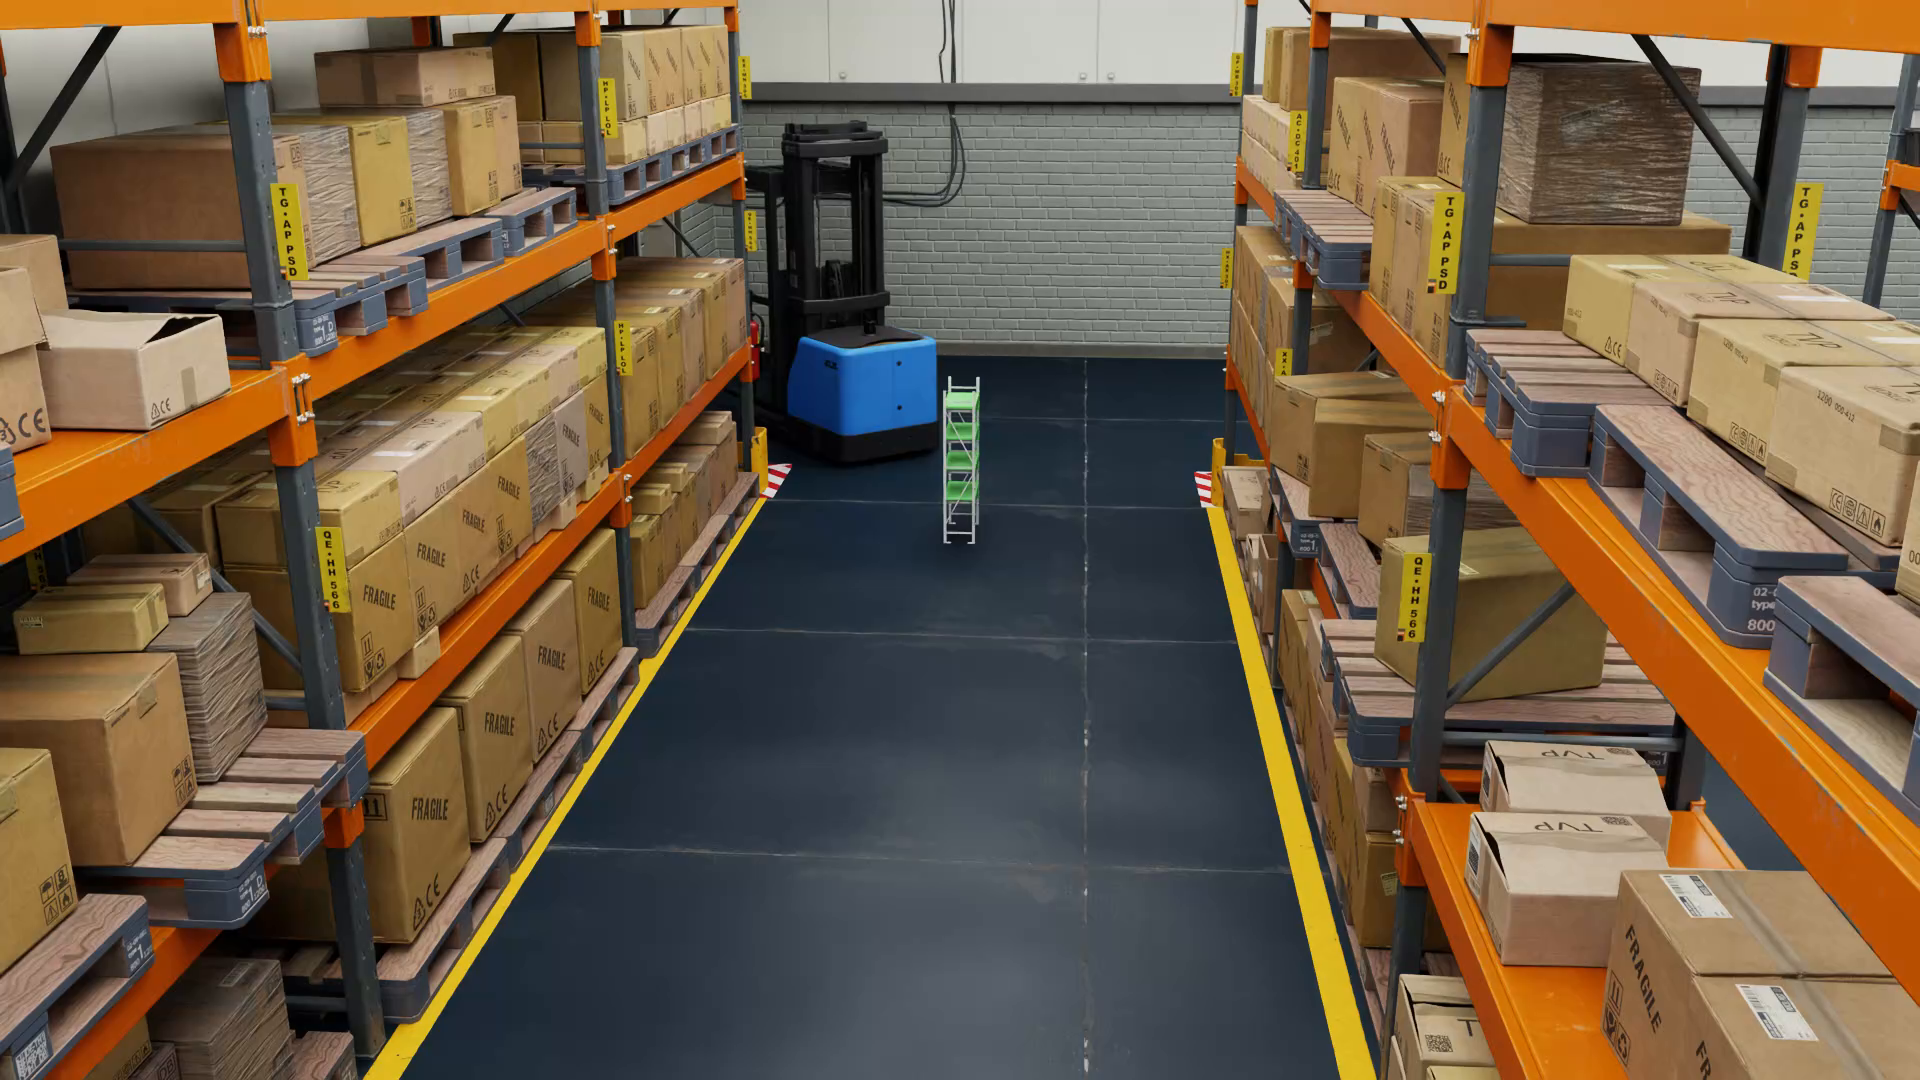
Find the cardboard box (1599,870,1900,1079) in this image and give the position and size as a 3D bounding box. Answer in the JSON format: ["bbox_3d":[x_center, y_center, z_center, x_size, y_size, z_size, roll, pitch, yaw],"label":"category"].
[{"bbox_3d":[2.015,1.197,4.294,0.500,0.500,0.500,0,18,1],"label":"cardboard box"}]

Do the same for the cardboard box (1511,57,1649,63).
[{"bbox_3d":[2.193,-1.519,6.159,0.500,0.500,0.500,1,18,4],"label":"cardboard box"}]

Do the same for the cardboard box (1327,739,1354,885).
[{"bbox_3d":[1.990,1.245,7.614,0.500,0.500,0.500,1,18,2],"label":"cardboard box"}]

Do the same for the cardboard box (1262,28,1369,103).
[{"bbox_3d":[2.552,-3.397,11.889,0.700,0.500,0.500,1,18,4],"label":"cardboard box"}]

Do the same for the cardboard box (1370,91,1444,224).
[{"bbox_3d":[2.204,-1.671,7.392,0.600,0.600,0.600,1,18,2],"label":"cardboard box"}]

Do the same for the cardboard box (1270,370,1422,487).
[{"bbox_3d":[2.149,-0.625,9.177,0.700,0.500,0.500,-5,19,-15],"label":"cardboard box"}]

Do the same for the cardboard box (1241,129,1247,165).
[{"bbox_3d":[2.402,-2.962,12.570,0.500,0.250,0.500,1,18,4],"label":"cardboard box"}]

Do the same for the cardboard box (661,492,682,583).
[{"bbox_3d":[-2.340,-0.027,11.528,0.700,0.500,0.500,1,18,3],"label":"cardboard box"}]

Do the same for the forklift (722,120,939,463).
[{"bbox_3d":[-1.446,-2.488,15.808,1.130,2.935,3.031,-12,22,-33],"label":"forklift"}]

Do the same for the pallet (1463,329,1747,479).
[{"bbox_3d":[2.160,-0.400,4.814,1.213,0.211,1.003,2,18,6],"label":"pallet"}]

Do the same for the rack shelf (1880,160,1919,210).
[{"bbox_3d":[7.490,-2.113,10.892,1.077,0.370,4.000,1,18,4],"label":"rack shelf"}]

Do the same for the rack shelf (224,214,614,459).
[{"bbox_3d":[-2.678,-1.092,7.775,1.077,0.370,4.000,1,18,4],"label":"rack shelf"}]

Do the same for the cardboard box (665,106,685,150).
[{"bbox_3d":[-2.142,-2.757,11.107,0.500,0.250,0.500,1,18,2],"label":"cardboard box"}]

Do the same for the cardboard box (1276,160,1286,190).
[{"bbox_3d":[2.222,-2.186,10.201,0.500,0.250,0.500,1,18,4],"label":"cardboard box"}]

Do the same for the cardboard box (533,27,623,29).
[{"bbox_3d":[-2.622,-3.287,11.522,0.500,0.500,0.500,1,18,4],"label":"cardboard box"}]

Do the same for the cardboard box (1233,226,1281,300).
[{"bbox_3d":[2.398,-2.153,12.909,0.500,0.500,0.500,2,18,6],"label":"cardboard box"}]

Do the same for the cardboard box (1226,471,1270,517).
[{"bbox_3d":[2.335,-0.347,12.873,0.500,0.250,0.500,1,18,4],"label":"cardboard box"}]

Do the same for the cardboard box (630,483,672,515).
[{"bbox_3d":[-2.173,-0.281,11.263,0.380,0.149,0.250,2,18,6],"label":"cardboard box"}]

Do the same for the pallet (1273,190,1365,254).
[{"bbox_3d":[2.289,-1.655,8.641,1.213,0.211,1.003,1,18,4],"label":"pallet"}]

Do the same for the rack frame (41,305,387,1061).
[{"bbox_3d":[-2.822,0.613,6.235,1.000,3.000,0.127,1,18,4],"label":"rack frame"}]

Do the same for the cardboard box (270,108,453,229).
[{"bbox_3d":[-2.783,-1.712,7.646,0.700,0.500,0.500,1,18,4],"label":"cardboard box"}]

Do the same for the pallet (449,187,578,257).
[{"bbox_3d":[-2.552,-1.678,8.716,0.805,0.209,1.217,1,18,2],"label":"pallet"}]

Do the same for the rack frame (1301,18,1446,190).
[{"bbox_3d":[2.406,-3.371,8.758,1.000,3.000,0.127,1,18,4],"label":"rack frame"}]

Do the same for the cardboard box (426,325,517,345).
[{"bbox_3d":[-2.828,-1.047,9.426,0.500,0.250,0.500,2,18,6],"label":"cardboard box"}]

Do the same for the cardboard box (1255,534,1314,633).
[{"bbox_3d":[2.164,0.276,10.572,0.500,0.500,0.500,1,18,4],"label":"cardboard box"}]

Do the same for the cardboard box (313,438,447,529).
[{"bbox_3d":[-2.494,-0.244,6.975,0.500,0.250,0.500,1,18,3],"label":"cardboard box"}]

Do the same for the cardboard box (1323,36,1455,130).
[{"bbox_3d":[2.403,-2.620,9.517,0.700,0.500,0.500,1,18,4],"label":"cardboard box"}]

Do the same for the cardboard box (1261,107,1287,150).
[{"bbox_3d":[2.284,-2.734,11.071,0.500,0.250,0.500,1,18,4],"label":"cardboard box"}]

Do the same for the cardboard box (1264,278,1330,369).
[{"bbox_3d":[2.218,-1.364,10.503,0.500,0.500,0.500,1,18,3],"label":"cardboard box"}]

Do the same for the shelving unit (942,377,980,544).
[{"bbox_3d":[0.012,-0.622,12.893,0.258,1.200,0.503,1,18,4],"label":"shelving unit"}]

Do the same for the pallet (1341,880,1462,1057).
[{"bbox_3d":[2.211,1.817,7.040,1.003,0.211,1.213,1,18,4],"label":"pallet"}]

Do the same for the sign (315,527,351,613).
[{"bbox_3d":[-2.280,0.110,6.039,0.100,0.325,0.005,1,18,4],"label":"sign"}]

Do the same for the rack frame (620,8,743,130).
[{"bbox_3d":[-2.248,-4.722,12.883,1.000,3.000,0.127,1,18,4],"label":"rack frame"}]

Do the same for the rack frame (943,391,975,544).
[{"bbox_3d":[-0.006,-0.546,12.662,0.240,1.200,0.015,1,18,4],"label":"rack frame"}]

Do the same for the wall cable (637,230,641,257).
[{"bbox_3d":[-3.100,-2.773,14.937,0.084,1.984,1.851,1,18,4],"label":"wall cable"}]

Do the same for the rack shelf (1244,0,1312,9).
[{"bbox_3d":[2.549,-3.648,10.766,1.077,0.370,4.000,1,18,4],"label":"rack shelf"}]

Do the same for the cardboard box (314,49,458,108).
[{"bbox_3d":[-2.754,-2.225,8.009,0.500,0.250,0.500,1,18,2],"label":"cardboard box"}]

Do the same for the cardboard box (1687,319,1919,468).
[{"bbox_3d":[2.071,-0.348,3.918,0.500,0.250,0.500,1,18,3],"label":"cardboard box"}]

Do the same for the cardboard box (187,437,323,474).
[{"bbox_3d":[-3.007,-0.249,6.991,0.500,0.250,0.500,1,18,2],"label":"cardboard box"}]

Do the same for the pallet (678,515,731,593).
[{"bbox_3d":[-2.318,0.082,12.335,1.003,0.211,1.213,1,18,4],"label":"pallet"}]

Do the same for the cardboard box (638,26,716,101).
[{"bbox_3d":[-2.075,-3.440,11.990,0.500,0.500,0.500,2,18,6],"label":"cardboard box"}]

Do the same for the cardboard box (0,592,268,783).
[{"bbox_3d":[-2.846,0.503,5.704,0.700,0.500,0.500,-1,18,-3],"label":"cardboard box"}]

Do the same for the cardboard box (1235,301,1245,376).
[{"bbox_3d":[2.366,-1.517,12.576,0.500,0.500,0.500,1,18,3],"label":"cardboard box"}]

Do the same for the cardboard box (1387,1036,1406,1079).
[{"bbox_3d":[1.789,1.986,5.787,0.500,0.250,0.500,1,18,4],"label":"cardboard box"}]

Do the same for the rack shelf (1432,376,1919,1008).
[{"bbox_3d":[1.976,0.260,3.650,1.077,0.370,4.000,1,18,4],"label":"rack shelf"}]

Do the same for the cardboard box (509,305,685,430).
[{"bbox_3d":[-2.422,-1.166,11.184,0.980,0.700,0.700,1,18,3],"label":"cardboard box"}]

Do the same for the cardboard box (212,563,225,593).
[{"bbox_3d":[-3.051,0.262,6.635,0.500,0.500,0.500,1,18,4],"label":"cardboard box"}]

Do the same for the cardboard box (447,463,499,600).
[{"bbox_3d":[-2.448,-0.047,7.579,0.500,0.500,0.500,1,18,4],"label":"cardboard box"}]

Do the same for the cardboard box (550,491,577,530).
[{"bbox_3d":[-2.295,-0.166,8.984,0.380,0.149,0.250,1,18,4],"label":"cardboard box"}]

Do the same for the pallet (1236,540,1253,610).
[{"bbox_3d":[2.541,0.212,11.937,1.003,0.211,1.213,1,18,4],"label":"pallet"}]

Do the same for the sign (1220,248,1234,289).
[{"bbox_3d":[2.152,-2.186,13.385,0.100,0.325,0.005,1,18,4],"label":"sign"}]

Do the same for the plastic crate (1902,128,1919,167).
[{"bbox_3d":[7.328,-2.900,12.350,0.497,0.269,0.590,1,18,4],"label":"plastic crate"}]

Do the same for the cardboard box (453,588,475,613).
[{"bbox_3d":[-2.503,0.226,7.788,0.380,0.149,0.250,2,18,5],"label":"cardboard box"}]

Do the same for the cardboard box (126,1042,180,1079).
[{"bbox_3d":[-2.974,1.974,5.389,0.700,0.500,0.500,1,18,4],"label":"cardboard box"}]

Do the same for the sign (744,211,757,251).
[{"bbox_3d":[-1.708,-2.518,13.550,0.100,0.325,0.005,1,18,4],"label":"sign"}]
